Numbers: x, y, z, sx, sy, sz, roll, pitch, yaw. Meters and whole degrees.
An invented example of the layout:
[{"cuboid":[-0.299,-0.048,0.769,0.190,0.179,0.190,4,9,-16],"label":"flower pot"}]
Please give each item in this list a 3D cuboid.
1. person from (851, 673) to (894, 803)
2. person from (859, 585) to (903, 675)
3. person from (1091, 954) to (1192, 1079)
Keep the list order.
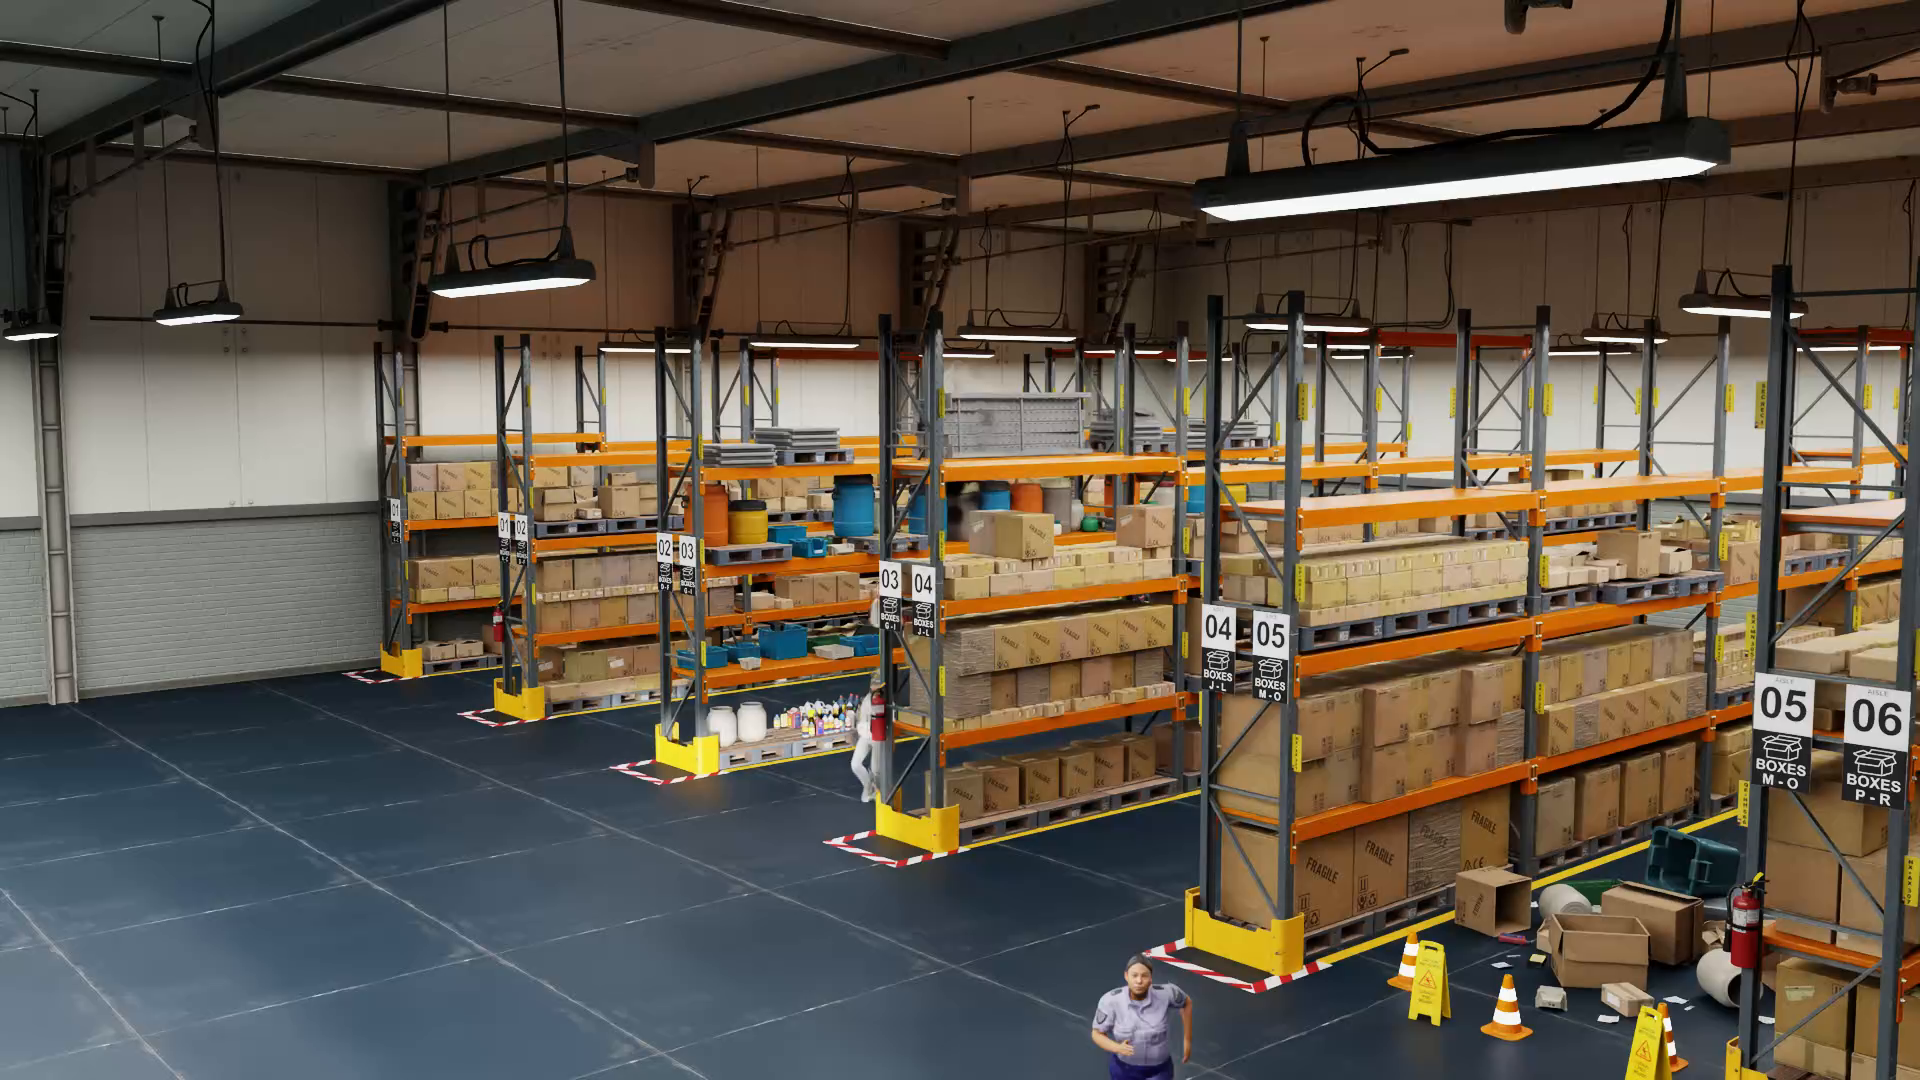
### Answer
[{"cuboid":[-1.035,2.460,20.599,0.588,1.669,0.611,4,6,34],"label":"person"},{"cuboid":[-1.313,1.581,27.163,0.644,1.781,0.575,5,7,41],"label":"person"},{"cuboid":[1.149,3.404,10.521,0.626,1.685,0.828,1,5,8],"label":"person"}]
